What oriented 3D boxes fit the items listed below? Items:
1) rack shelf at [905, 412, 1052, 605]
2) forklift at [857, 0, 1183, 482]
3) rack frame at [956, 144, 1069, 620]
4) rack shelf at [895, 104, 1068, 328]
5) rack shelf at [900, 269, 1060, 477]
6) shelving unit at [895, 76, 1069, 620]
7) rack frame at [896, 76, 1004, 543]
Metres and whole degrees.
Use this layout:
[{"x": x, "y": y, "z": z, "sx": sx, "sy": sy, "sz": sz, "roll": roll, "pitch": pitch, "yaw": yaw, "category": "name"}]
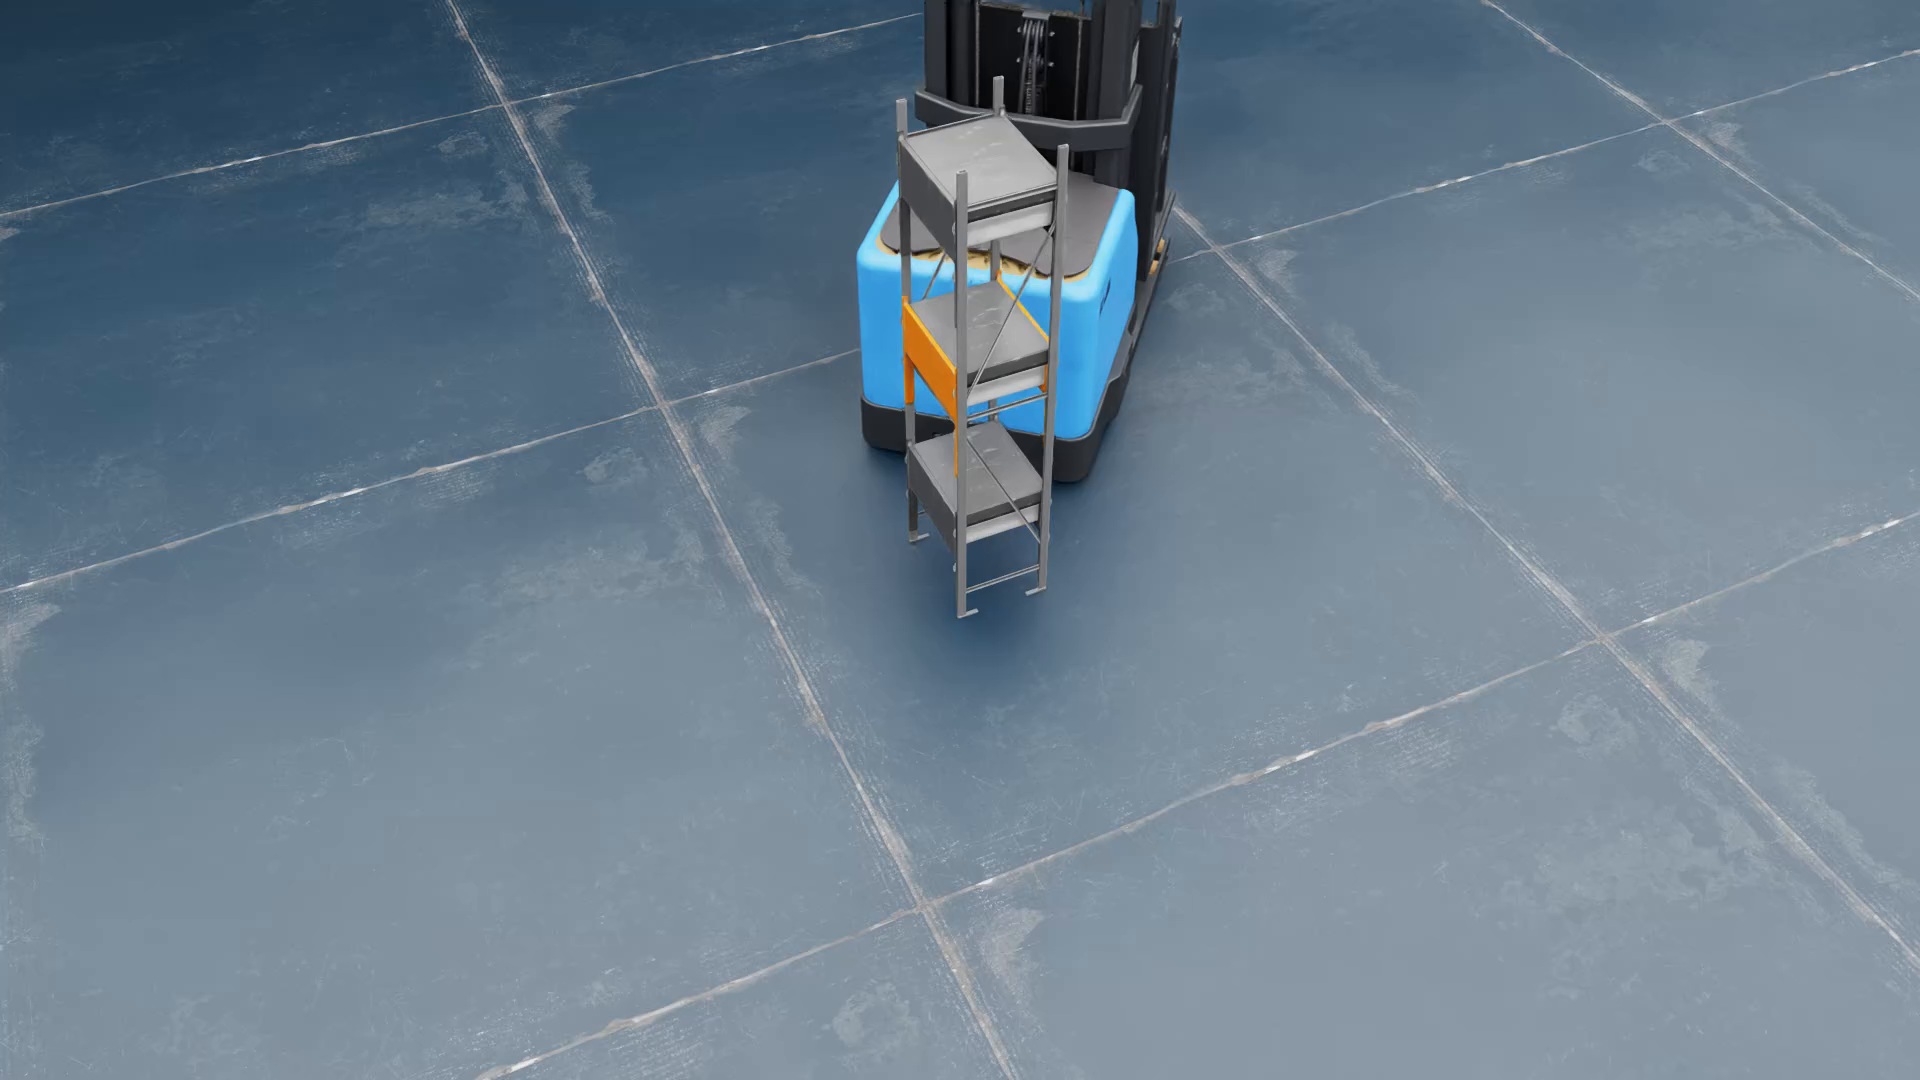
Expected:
[{"x": 0.070, "y": -0.134, "z": 6.776, "sx": 0.431, "sy": 0.518, "sz": 0.480, "roll": -18, "pitch": 47, "yaw": -17, "category": "rack shelf"}, {"x": 0.446, "y": -2.351, "z": 7.415, "sx": 1.130, "sy": 2.935, "sz": 3.031, "roll": 11, "pitch": 46, "yaw": 11, "category": "forklift"}, {"x": 0.172, "y": -0.486, "z": 6.117, "sx": 0.400, "sy": 2.100, "sz": 0.015, "roll": -18, "pitch": 47, "yaw": -17, "category": "rack frame"}, {"x": 0.070, "y": -1.130, "z": 5.792, "sx": 0.431, "sy": 0.518, "sz": 0.480, "roll": -18, "pitch": 47, "yaw": -17, "category": "rack shelf"}, {"x": 0.070, "y": -0.632, "z": 6.284, "sx": 0.431, "sy": 0.518, "sz": 0.480, "roll": -18, "pitch": 47, "yaw": -17, "category": "rack shelf"}, {"x": 0.070, "y": -0.642, "z": 6.274, "sx": 0.431, "sy": 2.100, "sz": 0.503, "roll": -18, "pitch": 47, "yaw": -17, "category": "shelving unit"}, {"x": -0.033, "y": -0.797, "z": 6.432, "sx": 0.400, "sy": 2.100, "sz": 0.015, "roll": -18, "pitch": 47, "yaw": -17, "category": "rack frame"}]
